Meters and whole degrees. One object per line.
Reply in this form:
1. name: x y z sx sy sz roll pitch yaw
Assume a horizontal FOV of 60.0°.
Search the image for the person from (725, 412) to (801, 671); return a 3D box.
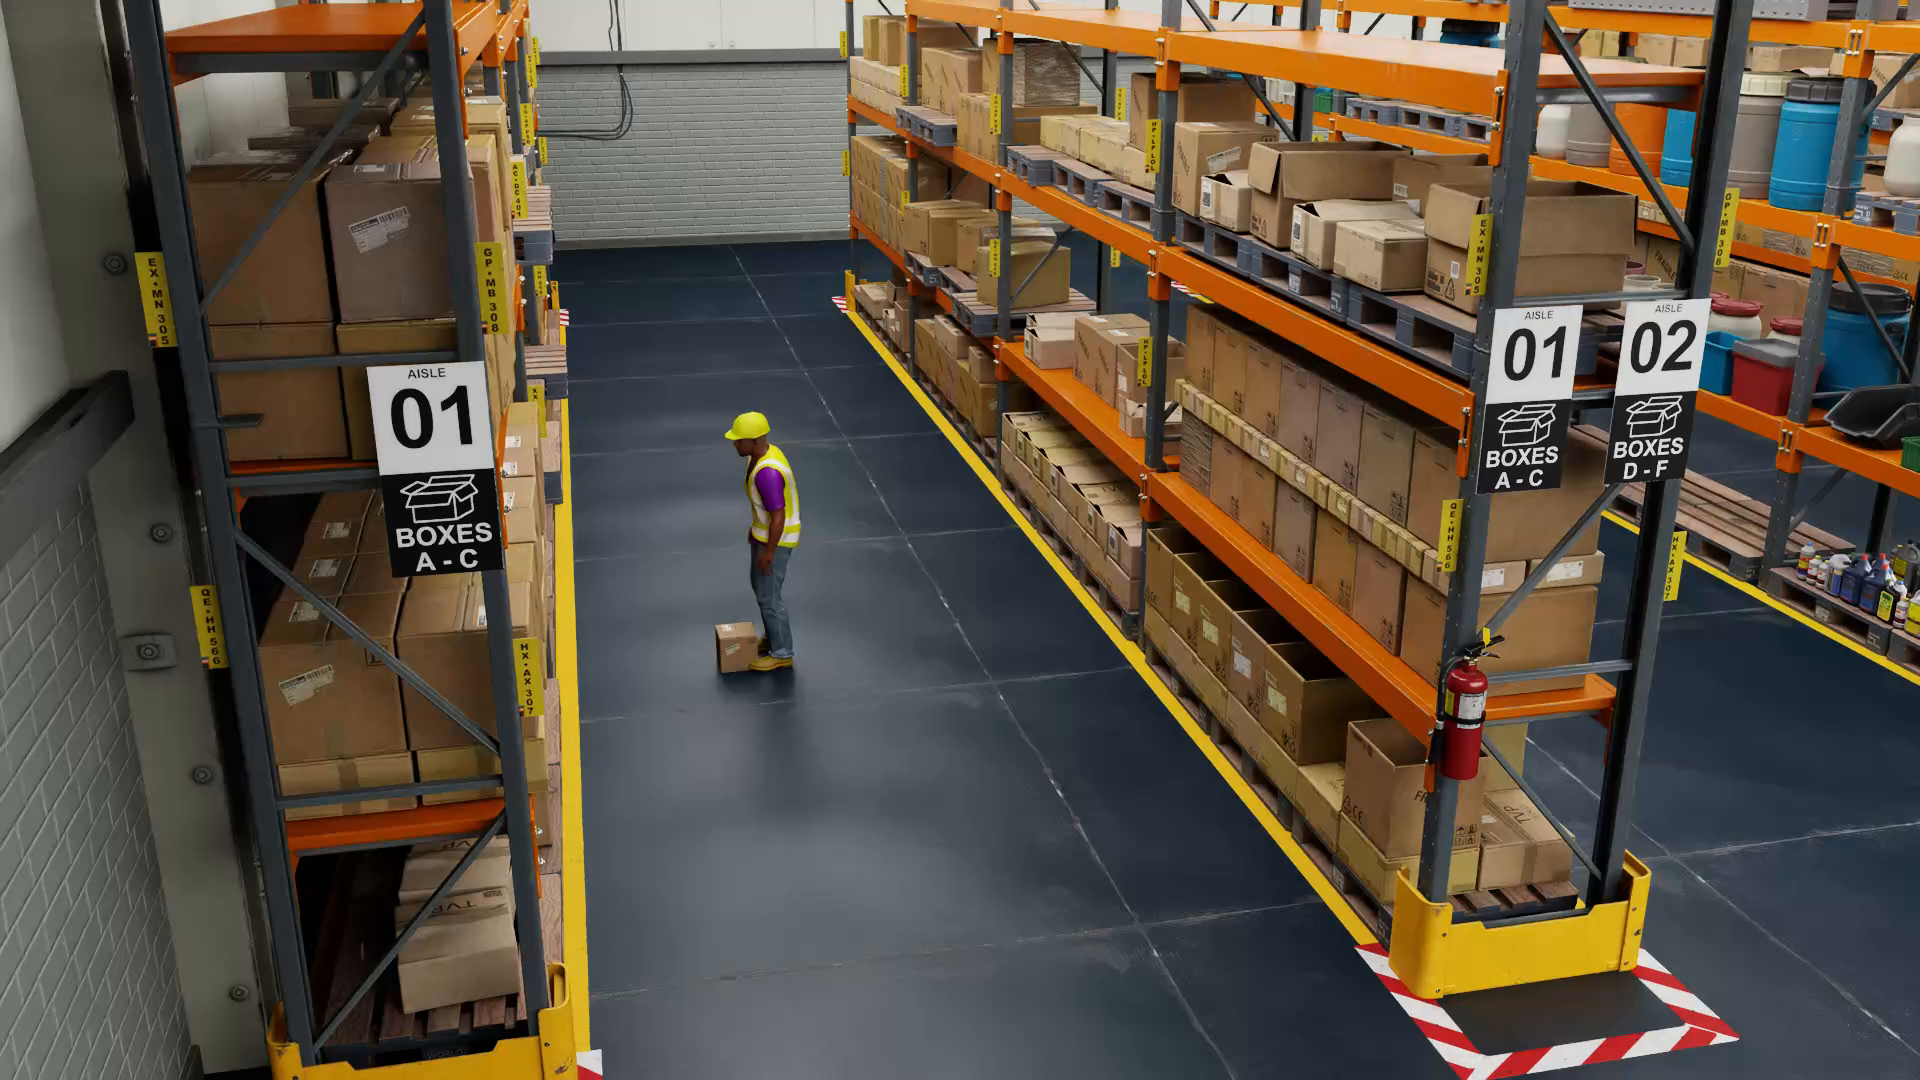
1. person: -1.298 -0.005 11.061 0.461 1.757 0.627 -5 20 -13
